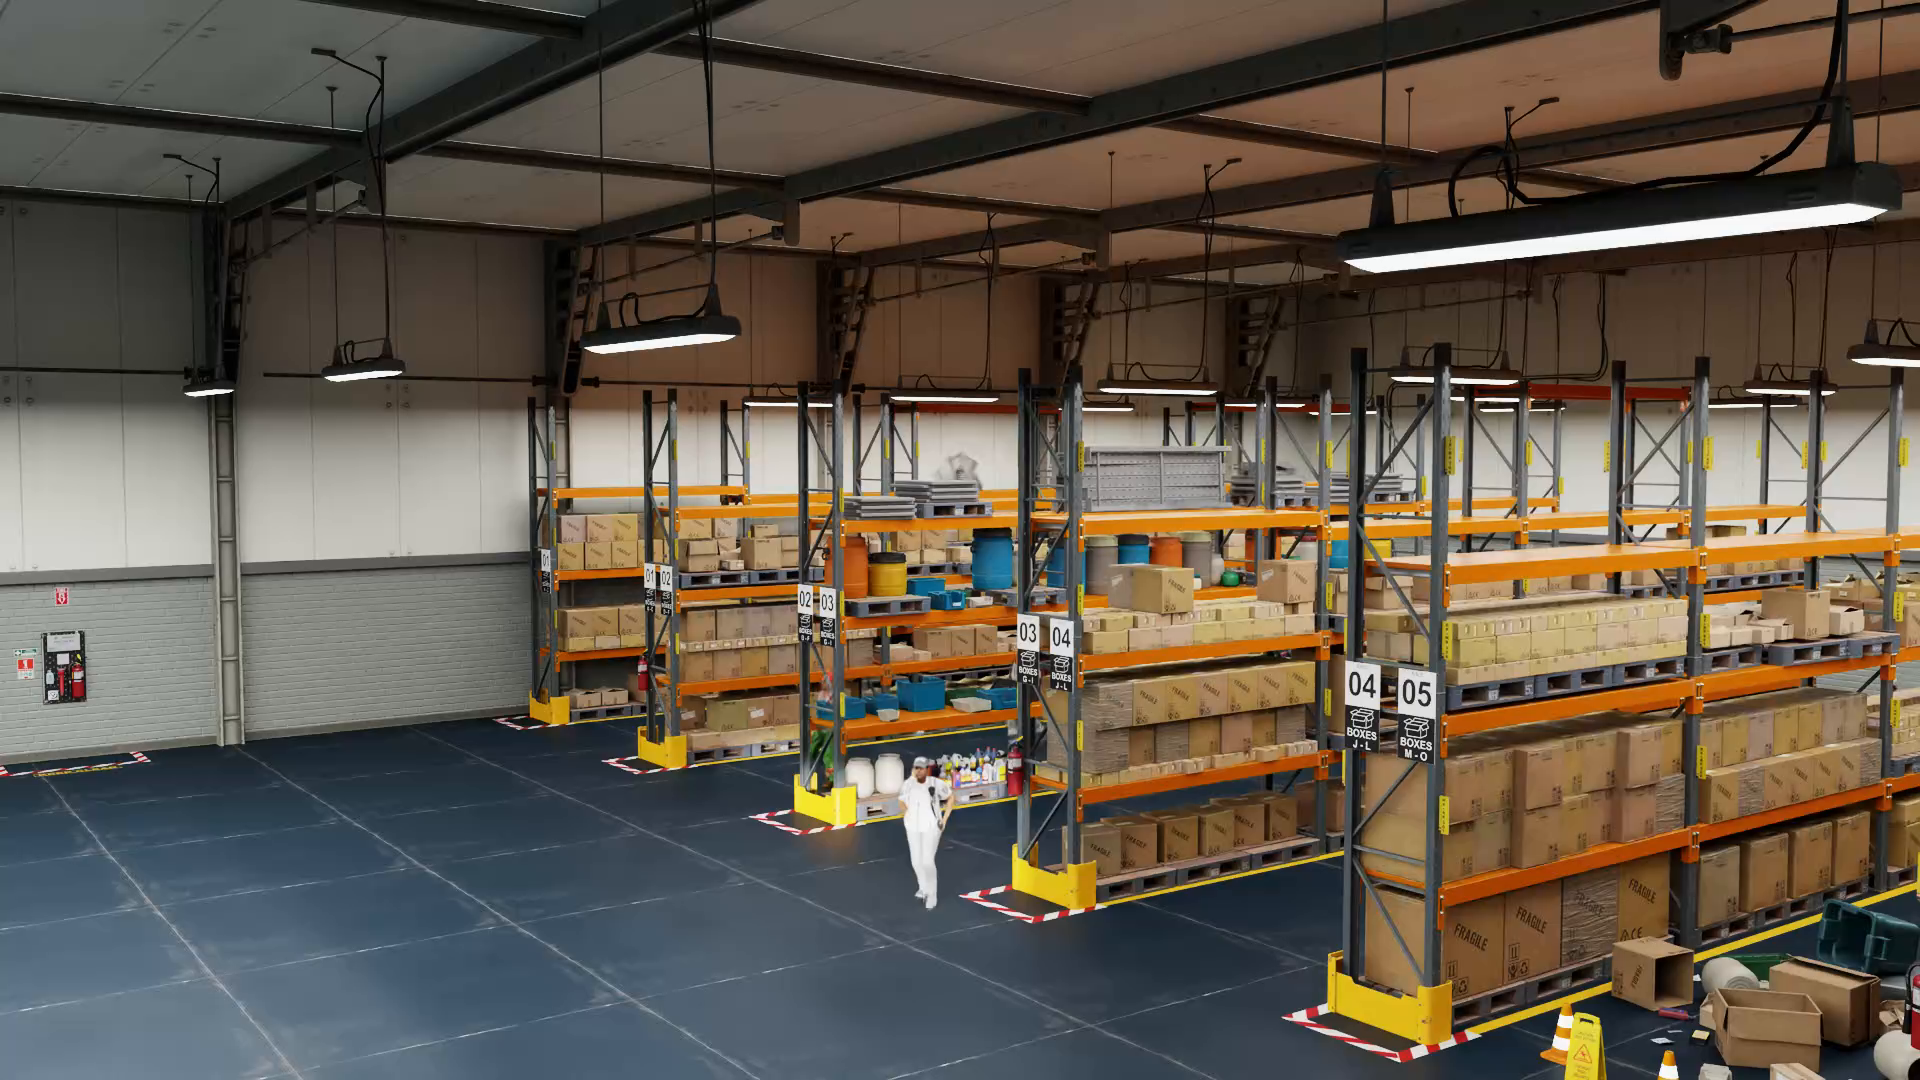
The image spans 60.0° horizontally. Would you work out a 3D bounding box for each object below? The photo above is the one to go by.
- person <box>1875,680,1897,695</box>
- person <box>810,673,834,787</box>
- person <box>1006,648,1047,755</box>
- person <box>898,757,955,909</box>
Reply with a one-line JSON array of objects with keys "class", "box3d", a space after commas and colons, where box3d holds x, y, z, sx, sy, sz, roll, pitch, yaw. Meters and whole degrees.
[{"class": "person", "box3d": [13.353, 2.786, 23.893, 0.776, 1.684, 0.702, -2, 4, -28]}, {"class": "person", "box3d": [-2.006, 2.844, 24.805, 0.593, 1.725, 0.569, 3, 4, 40]}, {"class": "person", "box3d": [1.080, 2.652, 27.587, 0.573, 1.831, 0.910, 3, 5, 43]}, {"class": "person", "box3d": [-0.406, 3.251, 18.527, 0.602, 1.697, 0.692, 1, 4, 19]}]
